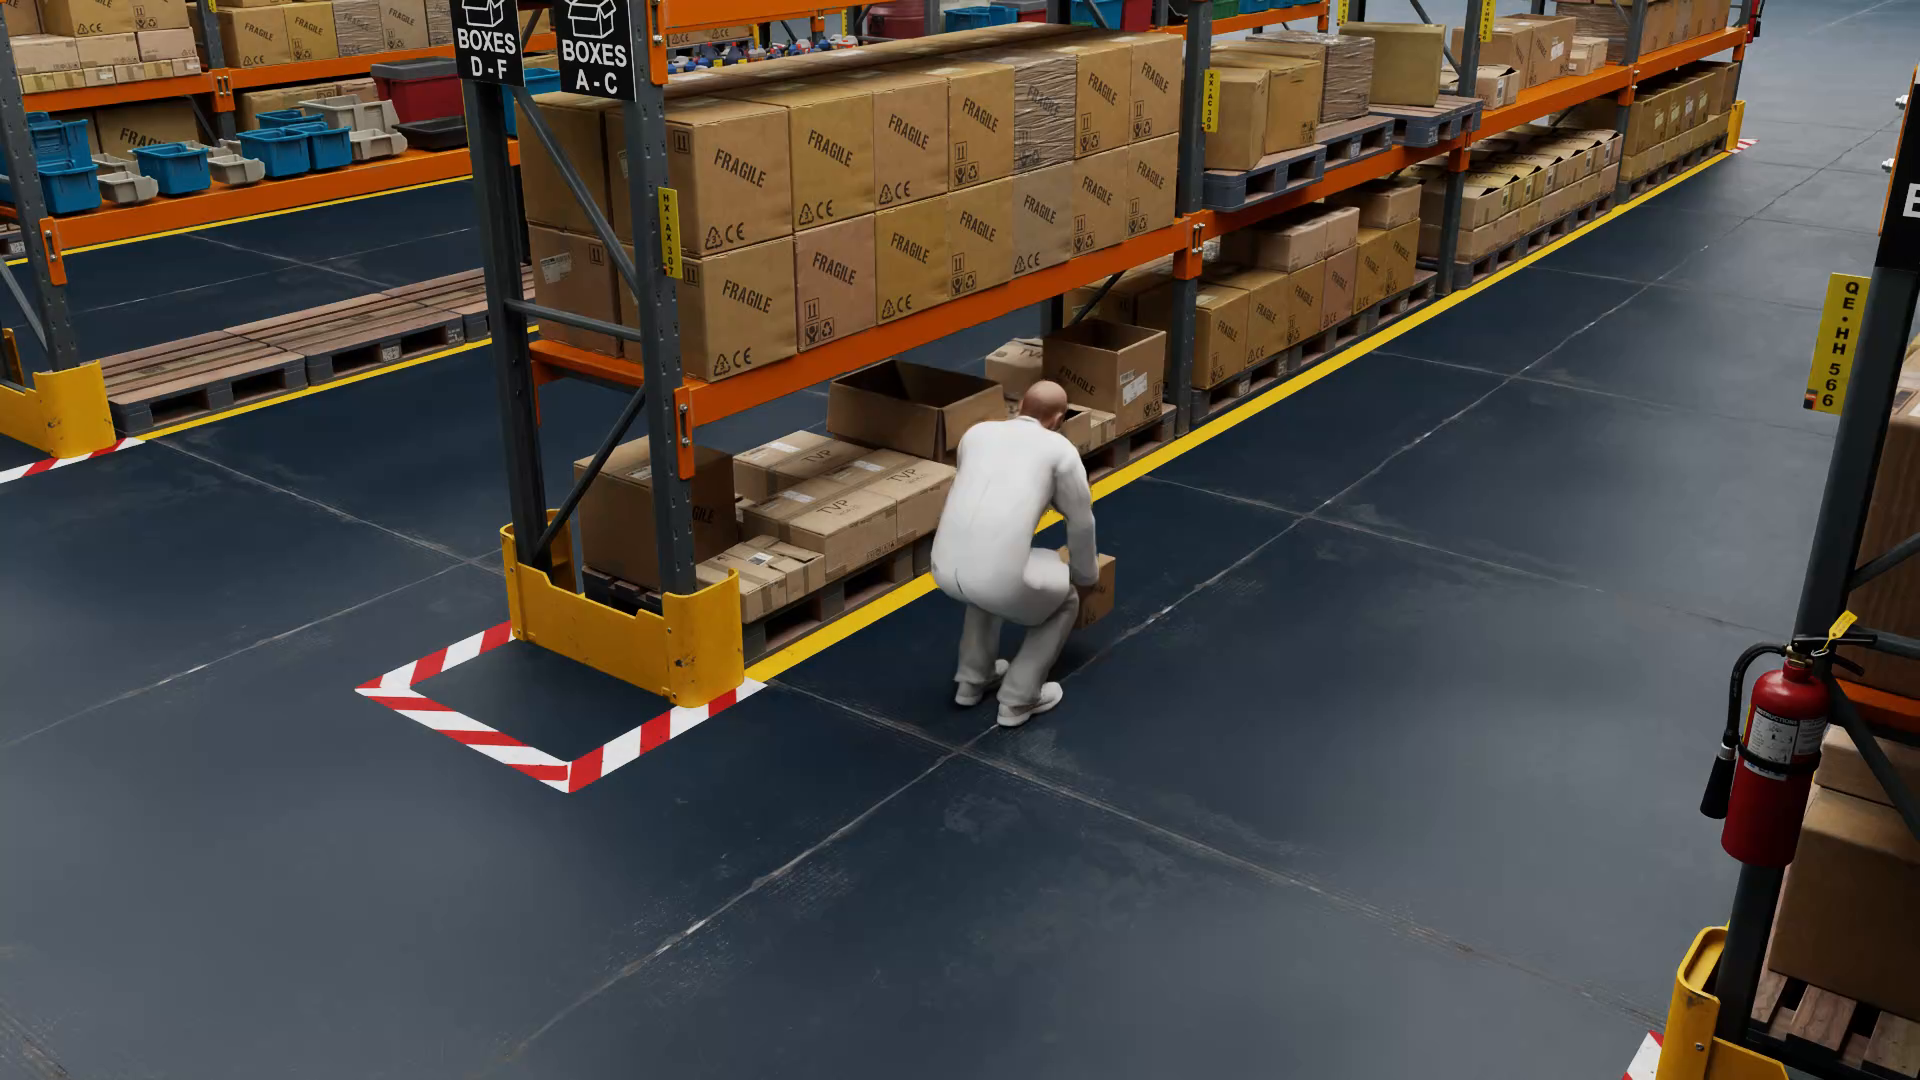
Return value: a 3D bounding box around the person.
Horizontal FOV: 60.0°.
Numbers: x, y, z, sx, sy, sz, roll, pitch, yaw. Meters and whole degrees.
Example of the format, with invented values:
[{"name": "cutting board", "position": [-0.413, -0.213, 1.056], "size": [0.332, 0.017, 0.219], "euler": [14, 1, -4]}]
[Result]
[{"name": "person", "position": [0.184, 0.058, 6.638], "size": [0.633, 1.263, 0.786], "euler": [16, 28, 34]}]
